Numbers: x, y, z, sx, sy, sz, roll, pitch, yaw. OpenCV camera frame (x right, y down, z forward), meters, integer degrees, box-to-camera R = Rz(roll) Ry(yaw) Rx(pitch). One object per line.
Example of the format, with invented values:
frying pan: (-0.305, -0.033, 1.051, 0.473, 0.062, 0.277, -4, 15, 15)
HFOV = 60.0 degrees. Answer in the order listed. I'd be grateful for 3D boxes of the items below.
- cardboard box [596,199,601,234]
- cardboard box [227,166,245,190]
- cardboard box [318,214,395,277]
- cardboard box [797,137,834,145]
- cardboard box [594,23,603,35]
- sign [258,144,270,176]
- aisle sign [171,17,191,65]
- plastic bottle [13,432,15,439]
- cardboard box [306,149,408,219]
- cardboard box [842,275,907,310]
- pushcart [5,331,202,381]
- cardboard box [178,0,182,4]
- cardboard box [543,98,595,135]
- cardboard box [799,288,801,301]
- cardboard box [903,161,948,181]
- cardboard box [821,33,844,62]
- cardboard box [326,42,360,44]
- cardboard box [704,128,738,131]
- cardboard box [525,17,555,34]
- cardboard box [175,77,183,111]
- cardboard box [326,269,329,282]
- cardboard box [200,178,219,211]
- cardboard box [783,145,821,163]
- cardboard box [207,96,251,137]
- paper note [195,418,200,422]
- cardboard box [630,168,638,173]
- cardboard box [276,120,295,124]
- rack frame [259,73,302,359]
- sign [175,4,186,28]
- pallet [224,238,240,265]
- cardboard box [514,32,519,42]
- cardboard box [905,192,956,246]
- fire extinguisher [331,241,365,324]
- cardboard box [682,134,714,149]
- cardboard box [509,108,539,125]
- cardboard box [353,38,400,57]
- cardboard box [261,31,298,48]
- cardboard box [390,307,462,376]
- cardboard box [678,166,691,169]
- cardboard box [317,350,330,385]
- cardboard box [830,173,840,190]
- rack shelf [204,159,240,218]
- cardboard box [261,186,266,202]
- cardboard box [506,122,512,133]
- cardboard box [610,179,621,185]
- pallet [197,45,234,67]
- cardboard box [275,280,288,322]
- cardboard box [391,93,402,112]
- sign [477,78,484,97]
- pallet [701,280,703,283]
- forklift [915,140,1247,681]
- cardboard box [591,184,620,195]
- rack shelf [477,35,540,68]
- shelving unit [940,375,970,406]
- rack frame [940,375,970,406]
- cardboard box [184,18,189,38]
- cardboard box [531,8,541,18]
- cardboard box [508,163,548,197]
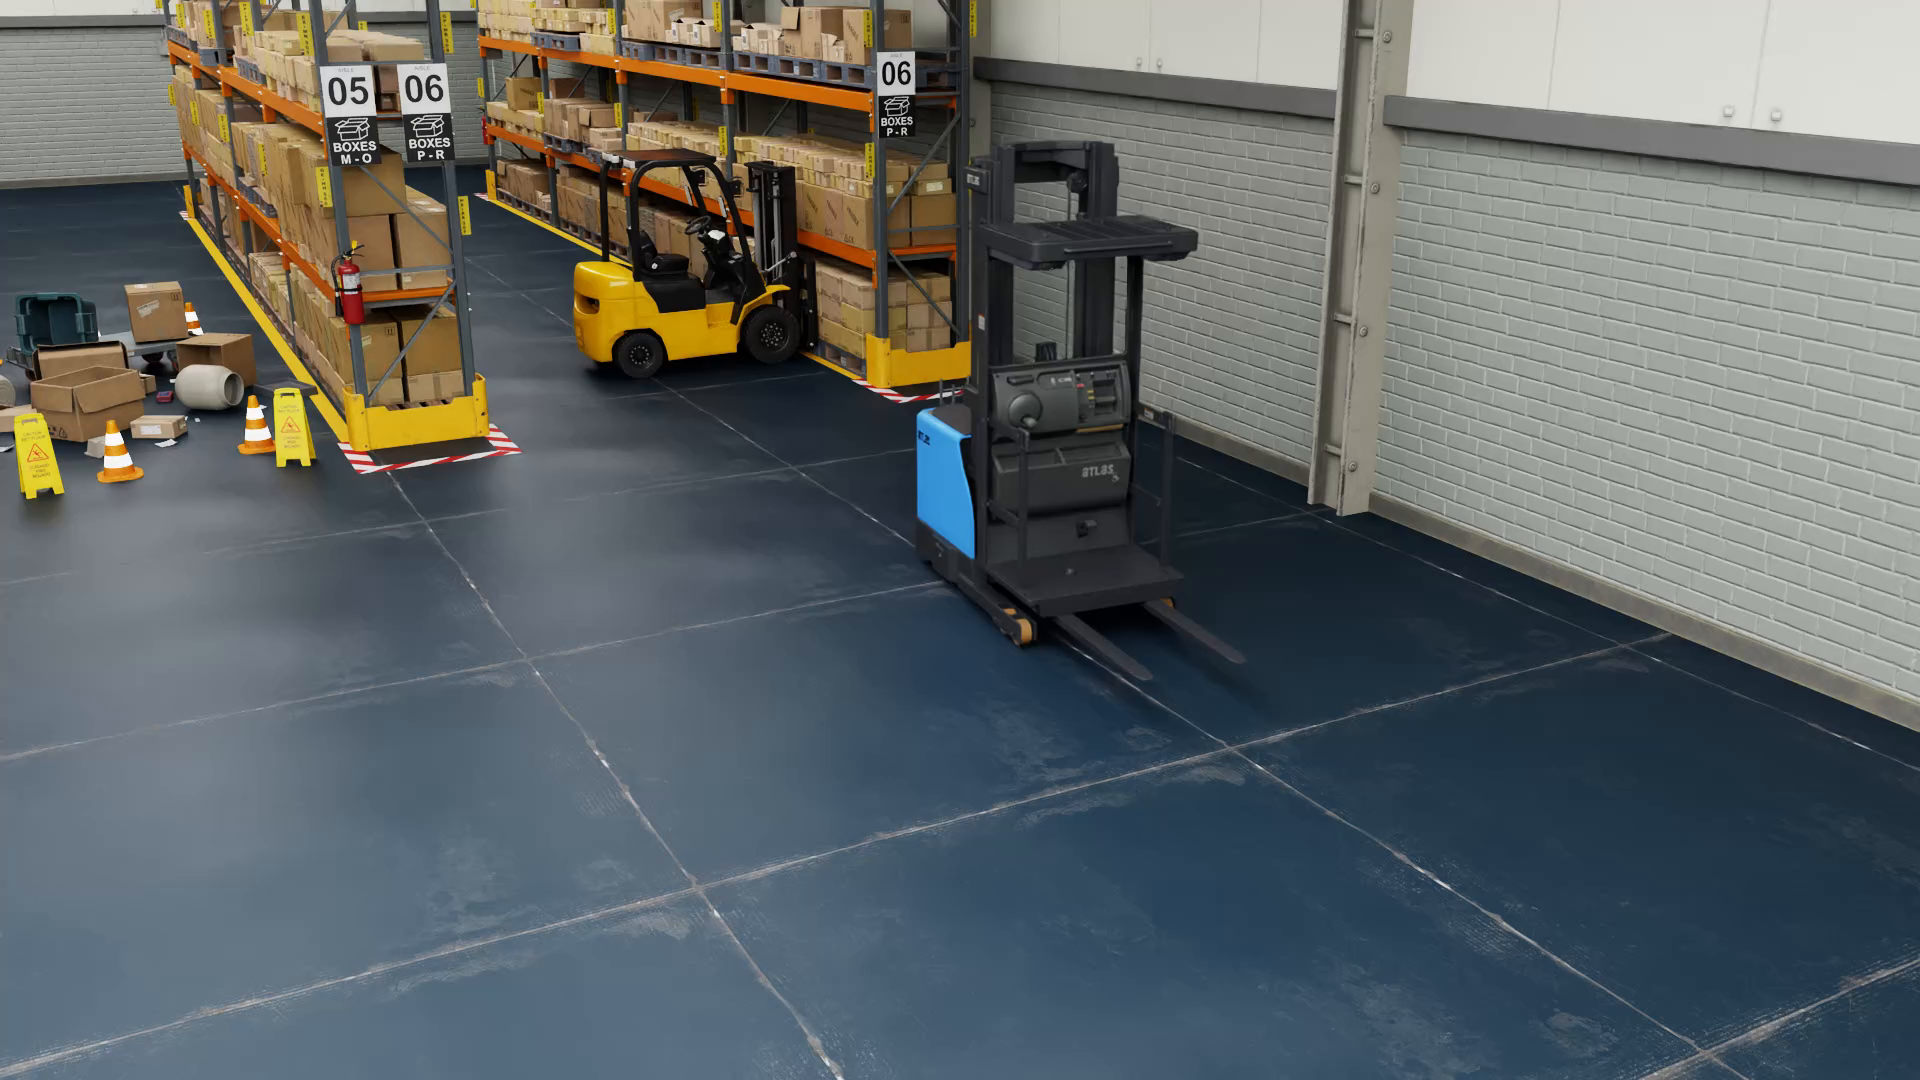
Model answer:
cardboard box: (-5.043, -4.758, 24.510, 0.500, 0.500, 0.500, -9, 21, -24)
cardboard box: (-9.009, -4.622, 21.158, 0.500, 0.250, 0.500, -11, 22, -29)
cardboard box: (-5.242, -2.593, 14.437, 0.500, 0.500, 0.500, -10, 22, -28)
cardboard box: (-1.637, -4.507, 18.991, 0.380, 0.149, 0.250, -10, 22, -27)
cardboard box: (-4.919, -7.179, 23.359, 0.380, 0.149, 0.250, -10, 21, -27)
sign: (-7.128, -3.900, 17.061, 0.100, 0.325, 0.005, -10, 21, -27)
aisle sign: (-12.628, -8.089, 26.990, 0.394, 0.787, 0.004, -10, 21, -27)
plastic bottle: (-8.282, -0.922, 14.709, 0.283, 0.061, 0.133, 16, 25, 39)
cardboard box: (-5.176, -3.065, 14.273, 0.700, 0.500, 0.500, -11, 22, -28)
cardboard box: (-0.868, -2.517, 16.865, 0.500, 0.250, 0.500, -9, 21, -25)
pushcart: (-8.624, -1.833, 16.864, 0.936, 0.377, 1.648, 16, 25, 39)
cardboard box: (-11.514, -7.994, 25.150, 0.500, 0.500, 0.500, -10, 21, -26)
cardboard box: (-6.040, -6.579, 25.801, 0.700, 0.500, 0.500, -9, 21, -25)
cardboard box: (-1.608, -2.723, 18.228, 0.500, 0.250, 0.500, -10, 21, -27)
cardboard box: (-0.346, -3.686, 16.610, 0.380, 0.149, 0.250, -10, 22, -28)
cardboard box: (-1.156, -4.925, 16.617, 0.396, 0.266, 0.258, -10, 21, -27)
cardboard box: (-5.250, -4.099, 13.976, 0.380, 0.149, 0.250, -10, 21, -26)
cardboard box: (-3.124, -5.303, 21.753, 0.380, 0.149, 0.250, -10, 22, -28)
cardboard box: (-6.523, -8.094, 26.164, 0.500, 0.250, 0.500, -10, 21, -26)
cardboard box: (-12.110, -7.075, 26.351, 0.500, 0.500, 0.500, -11, 22, -28)
cardboard box: (-5.428, -2.379, 14.814, 0.380, 0.149, 0.250, -10, 22, -28)
cardboard box: (-11.938, -5.698, 27.330, 0.875, 0.438, 0.875, -11, 22, -28)
cardboard box: (-1.702, -4.209, 18.128, 0.380, 0.149, 0.250, -10, 21, -27)
cardboard box: (-9.731, -5.652, 22.226, 0.500, 0.500, 0.500, -10, 22, -28)
paper note: (-7.027, -1.106, 15.322, 0.032, 0.001, 0.123, -10, 21, -27)
cardboard box: (-4.178, -5.122, 22.606, 0.500, 0.250, 0.500, -10, 21, -26)
cardboard box: (-8.080, -4.887, 20.443, 0.500, 0.500, 0.500, -11, 22, -28)
rack frame: (-6.641, -3.440, 17.502, 1.000, 3.000, 0.127, -10, 21, -27)
sign: (-10.927, -7.350, 23.320, 0.100, 0.325, 0.005, -10, 21, -27)
pallet: (-10.007, -4.208, 24.004, 1.003, 0.211, 1.213, -10, 21, -27)
cardboard box: (-7.076, -8.236, 27.188, 0.380, 0.149, 0.250, -10, 21, -26)
cardboard box: (-0.366, -3.294, 16.926, 0.500, 0.500, 0.500, -9, 21, -25)
fire extinguisher: (-5.093, -2.151, 13.884, 0.296, 0.674, 0.183, -10, 21, -27)
cardboard box: (-3.265, -4.990, 20.845, 0.380, 0.149, 0.250, -10, 21, -26)
cardboard box: (-7.249, -7.119, 27.938, 0.500, 0.250, 0.500, -11, 22, -28)
cardboard box: (-5.184, -4.392, 14.826, 0.380, 0.149, 0.250, -10, 21, -27)
cardboard box: (-6.629, -4.905, 16.311, 0.380, 0.149, 0.250, -9, 21, -25)
cardboard box: (-4.893, -1.826, 15.246, 0.500, 0.500, 0.500, -11, 22, -28)
cardboard box: (-3.221, -4.771, 20.822, 0.500, 0.250, 0.500, -10, 21, -26)
cardboard box: (-5.854, -1.680, 15.973, 0.500, 0.250, 0.500, -11, 22, -29)
cardboard box: (-1.111, -3.697, 17.100, 0.380, 0.149, 0.250, -10, 21, -27)
rack shelf: (-9.490, -4.822, 22.610, 1.077, 0.370, 4.000, -10, 21, -27)
cardboard box: (-7.516, -3.844, 18.414, 0.380, 0.149, 0.250, -10, 21, -26)
cardboard box: (-7.490, -7.021, 28.266, 0.380, 0.149, 0.250, -11, 22, -28)
cardboard box: (-5.164, -5.469, 25.576, 0.380, 0.149, 0.250, -9, 21, -25)
pallet: (-8.893, -6.093, 20.883, 1.213, 0.211, 1.003, -9, 21, -24)
cardboard box: (-7.236, -2.752, 18.893, 0.950, 0.372, 0.625, -9, 21, -23)
cardboard box: (-4.613, -3.736, 14.147, 0.380, 0.149, 0.250, -10, 21, -27)
sign: (-8.450, -7.980, 29.331, 0.100, 0.325, 0.005, -10, 21, -27)
pallet: (-2.658, -3.097, 20.783, 1.003, 0.211, 1.213, -10, 21, -27)
forklift: (0.729, -0.894, 10.230, 1.130, 2.935, 3.031, -8, 21, -22)
cardboard box: (-5.308, -5.248, 24.934, 0.380, 0.149, 0.250, -10, 21, -26)
rack shelf: (-7.023, -8.158, 27.680, 1.077, 0.370, 4.000, -10, 21, -27)
shelving unit: (0.007, -0.563, 11.924, 0.258, 1.200, 0.189, -10, 21, -27)
rack frame: (-0.037, -0.589, 12.000, 0.240, 1.200, 0.006, -10, 21, -27)
cardboard box: (-10.510, -7.091, 23.048, 0.396, 0.266, 0.258, -10, 22, -27)
cardboard box: (-6.317, -8.038, 25.361, 0.380, 0.149, 0.250, -9, 21, -25)
cardboard box: (-7.394, -6.230, 28.775, 0.700, 0.500, 0.500, -9, 21, -24)
